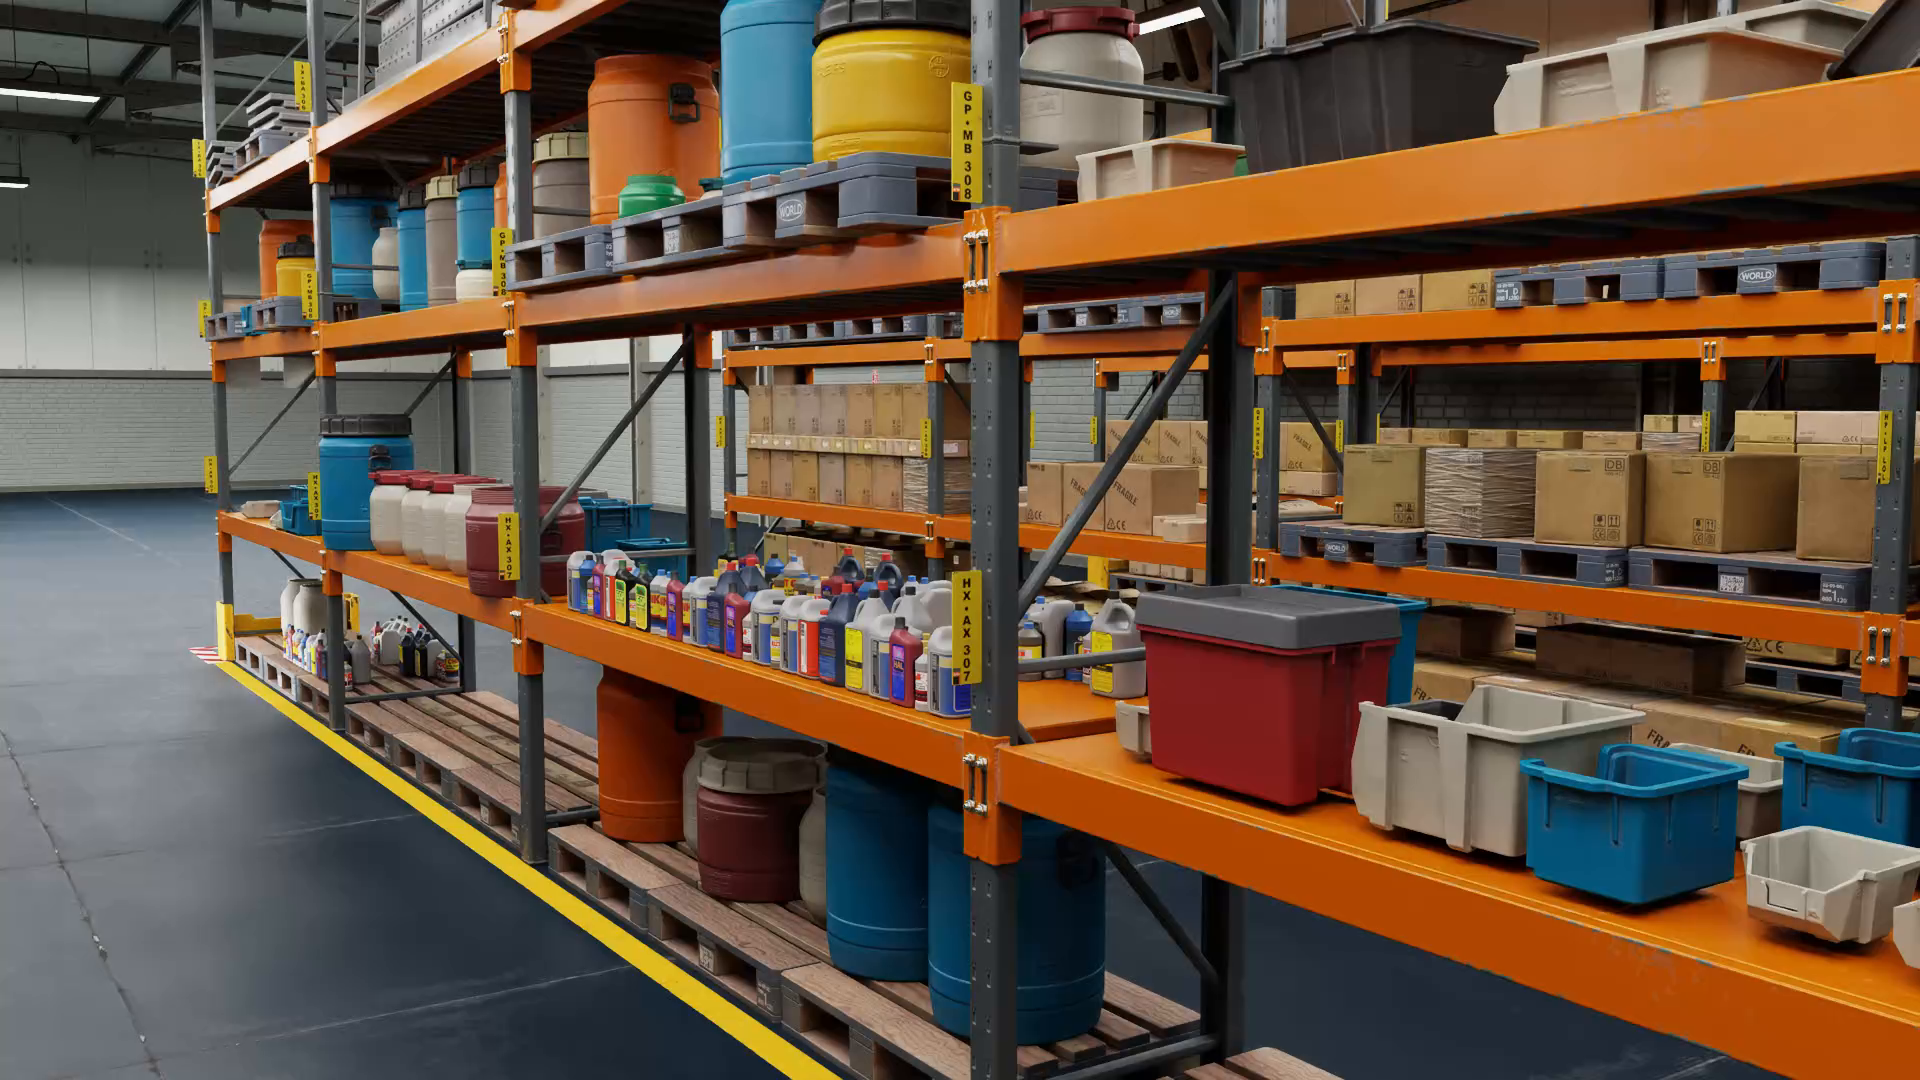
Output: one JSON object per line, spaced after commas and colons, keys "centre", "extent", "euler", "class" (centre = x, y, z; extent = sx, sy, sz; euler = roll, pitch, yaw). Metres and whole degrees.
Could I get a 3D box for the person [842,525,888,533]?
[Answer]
{"centre": [-1.101, -0.104, 18.930], "extent": [0.561, 1.647, 0.418], "euler": [2, 5, 26], "class": "person"}
